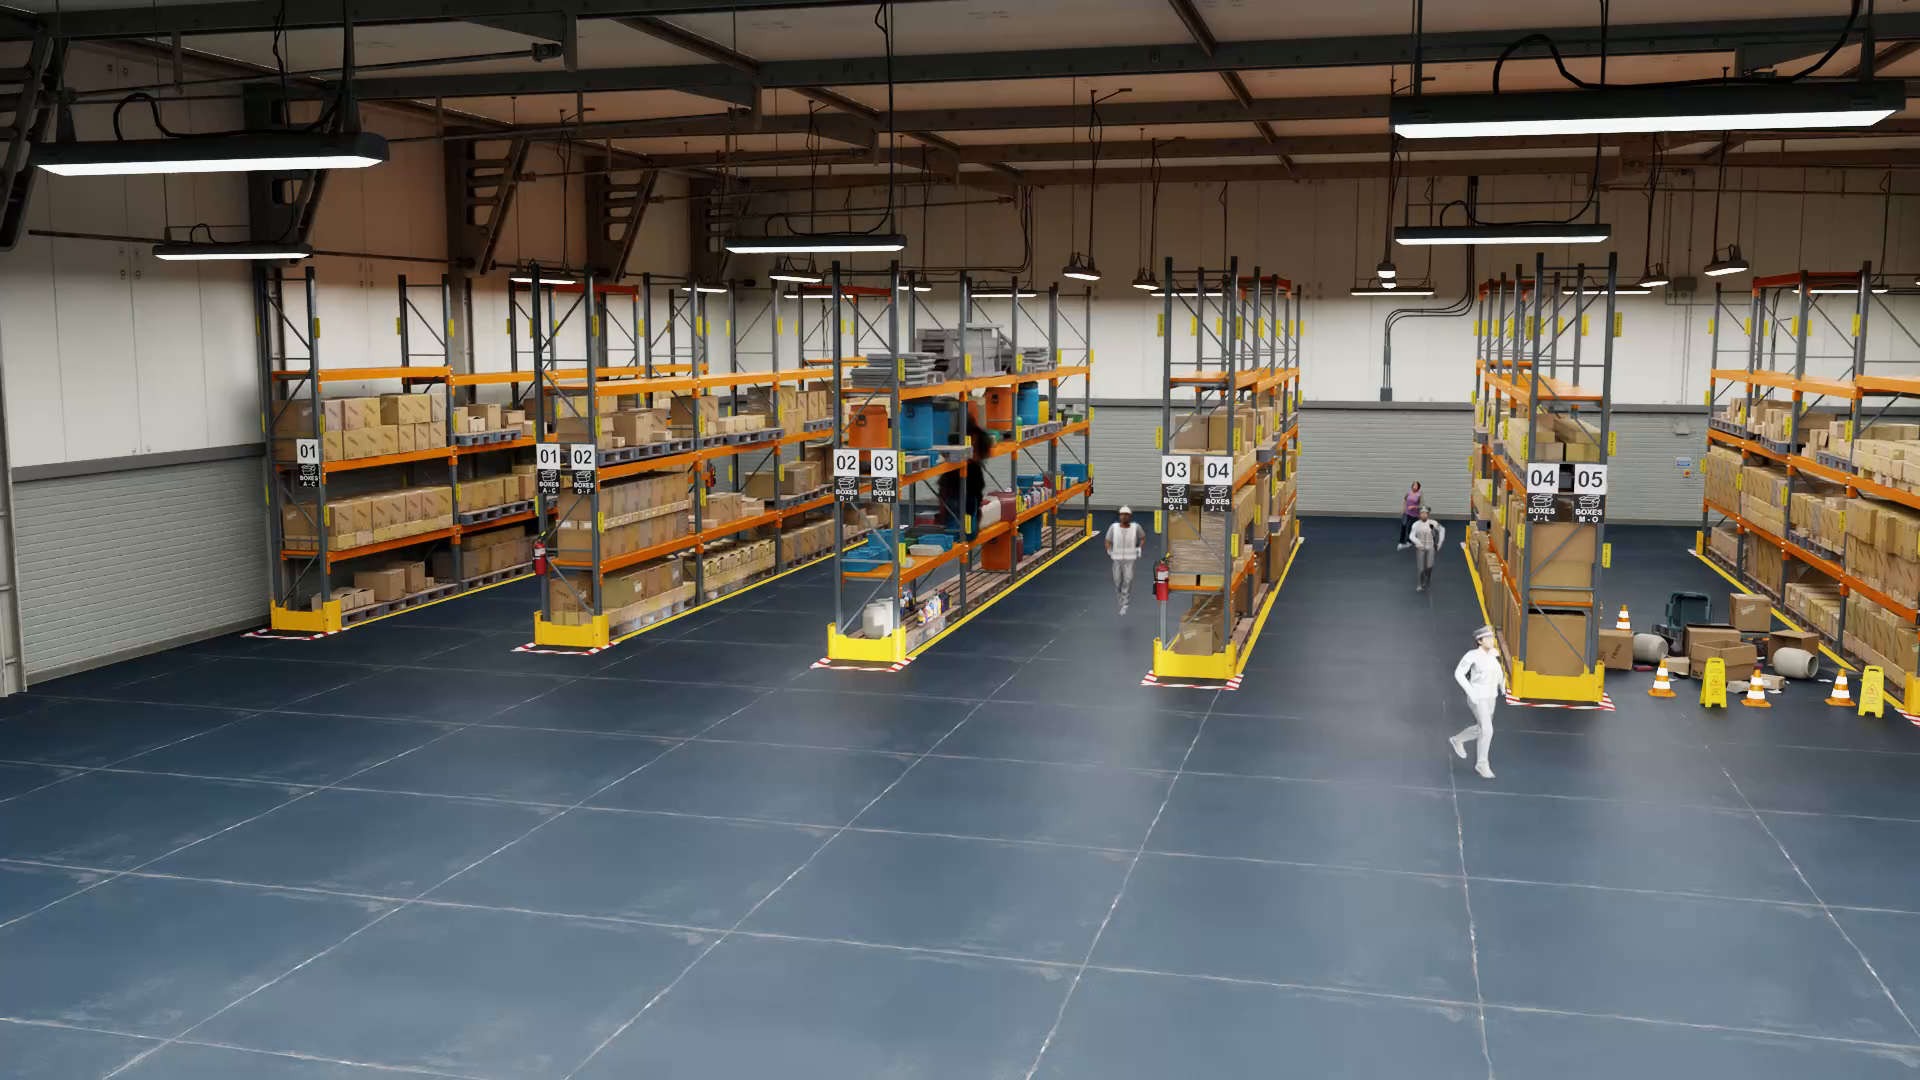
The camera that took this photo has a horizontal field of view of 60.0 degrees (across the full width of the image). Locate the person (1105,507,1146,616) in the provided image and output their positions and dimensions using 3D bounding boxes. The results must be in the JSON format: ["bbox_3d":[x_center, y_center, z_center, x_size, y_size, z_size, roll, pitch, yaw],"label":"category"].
[{"bbox_3d":[2.747,0.330,27.714,0.682,1.781,0.855,1,7,10],"label":"person"}]

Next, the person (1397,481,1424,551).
[{"bbox_3d":[10.265,-0.560,37.726,0.549,1.574,0.660,4,8,29],"label":"person"}]

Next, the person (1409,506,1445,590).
[{"bbox_3d":[8.864,0.175,31.613,0.634,1.639,0.729,2,8,18],"label":"person"}]

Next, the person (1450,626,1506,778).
[{"bbox_3d":[5.866,1.798,18.871,0.622,1.738,0.709,-4,8,-29],"label":"person"}]
